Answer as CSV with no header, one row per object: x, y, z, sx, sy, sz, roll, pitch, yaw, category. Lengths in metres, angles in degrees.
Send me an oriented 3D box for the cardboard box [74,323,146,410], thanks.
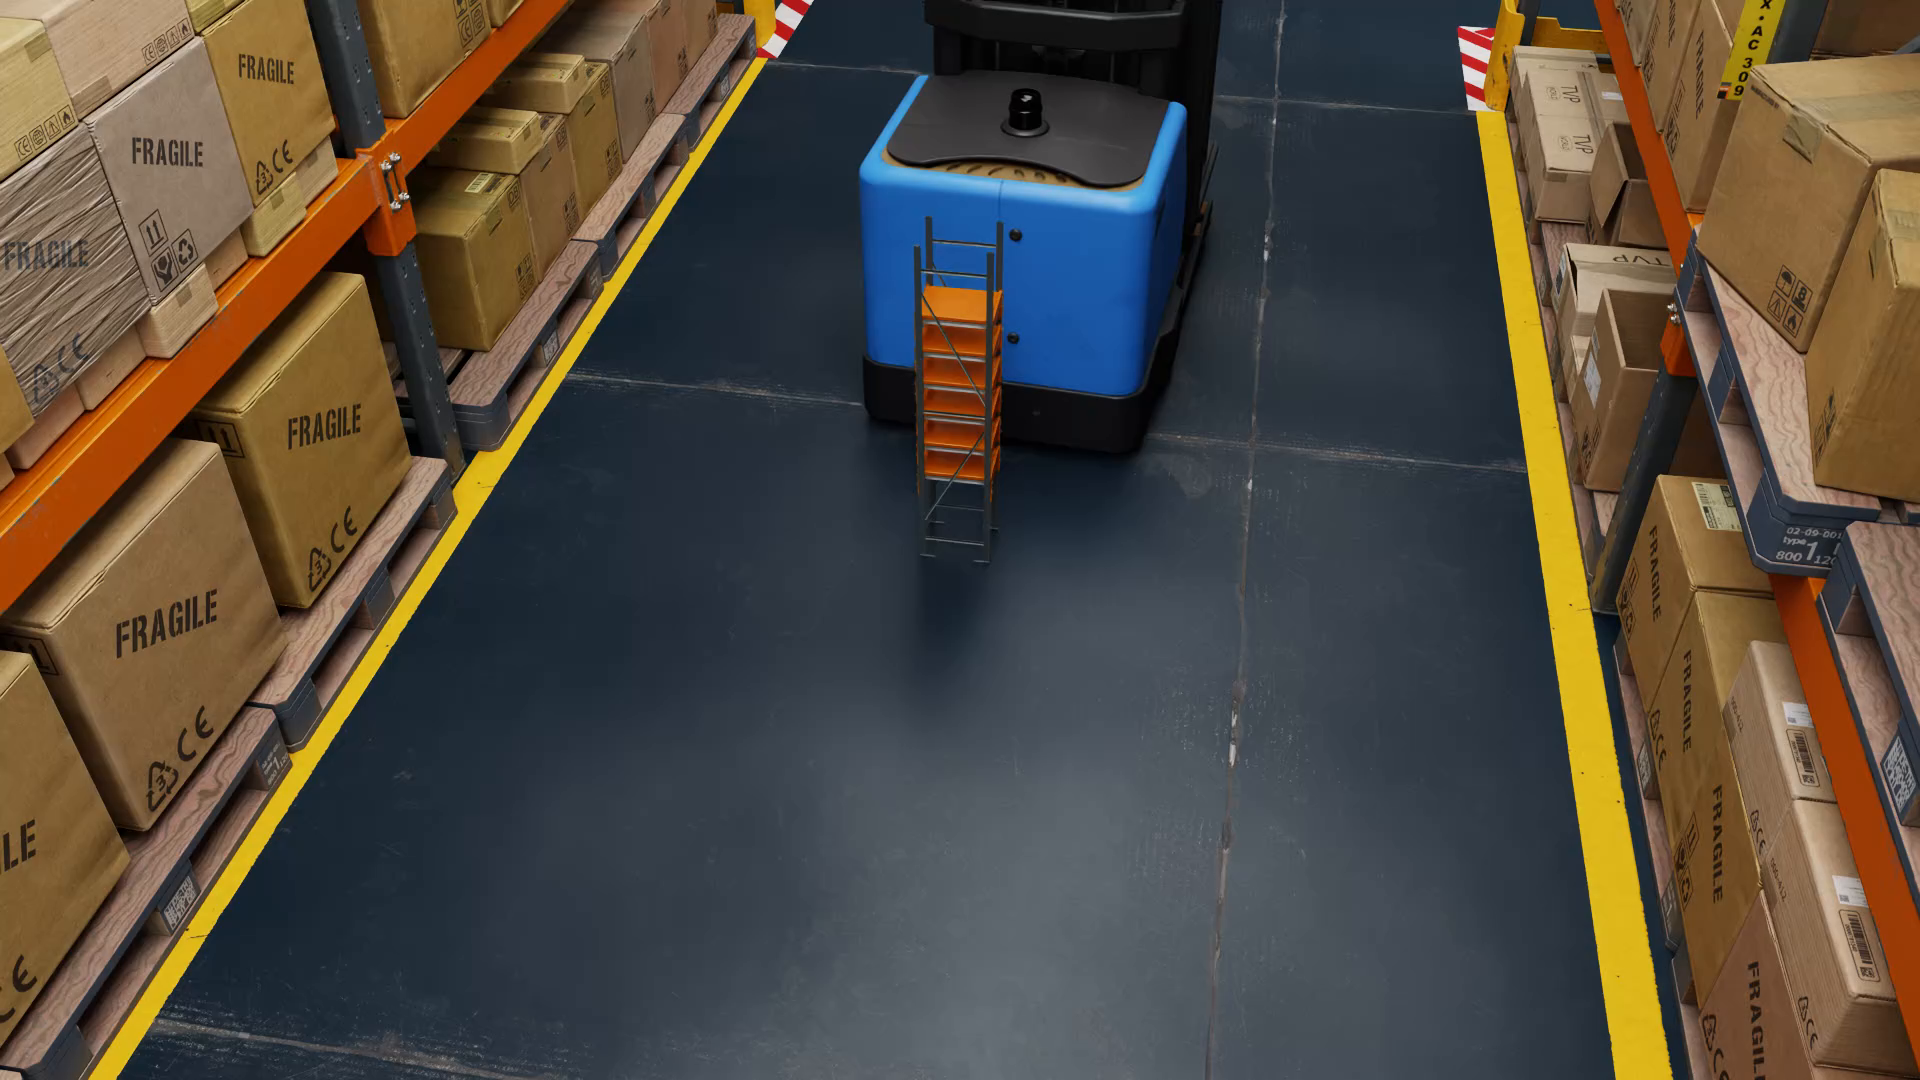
-2.288,-0.470,4.146,0.380,0.149,0.250,6,40,8,cardboard box

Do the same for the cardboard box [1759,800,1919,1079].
1.993,0.829,3.422,0.500,0.250,0.500,6,40,7,cardboard box

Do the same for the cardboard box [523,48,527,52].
-2.071,-2.093,7.051,0.380,0.149,0.250,6,40,7,cardboard box

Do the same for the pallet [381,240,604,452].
-2.094,-0.833,6.592,1.003,0.211,1.213,6,40,8,pallet

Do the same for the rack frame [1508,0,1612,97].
3.269,-3.406,7.515,1.000,3.000,0.127,6,40,8,rack frame

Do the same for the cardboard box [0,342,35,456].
-2.390,-0.333,3.471,0.500,0.500,0.500,7,40,9,cardboard box

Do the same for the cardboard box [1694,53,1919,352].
2.274,-0.823,3.983,0.700,0.500,0.500,-6,40,-7,cardboard box

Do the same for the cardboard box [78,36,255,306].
-2.213,-0.961,4.231,0.500,0.500,0.500,7,40,8,cardboard box

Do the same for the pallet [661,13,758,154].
-1.672,-2.364,8.444,1.003,0.211,1.213,6,40,8,pallet

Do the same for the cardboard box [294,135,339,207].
-2.083,-1.107,4.916,0.380,0.149,0.250,7,40,8,cardboard box

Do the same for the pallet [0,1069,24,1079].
-2.785,1.659,3.577,1.003,0.211,1.213,6,40,8,pallet

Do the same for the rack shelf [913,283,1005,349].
-0.002,-0.697,5.156,0.258,0.103,0.180,6,40,8,rack shelf

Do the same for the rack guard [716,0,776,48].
-1.607,-3.001,8.988,1.175,0.500,0.348,6,40,8,rack guard

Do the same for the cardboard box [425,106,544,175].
-1.834,-1.540,6.382,0.380,0.149,0.250,8,40,9,cardboard box

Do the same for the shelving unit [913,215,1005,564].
-0.002,-0.453,5.357,0.258,1.200,0.189,6,40,8,shelving unit

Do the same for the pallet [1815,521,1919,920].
2.216,0.468,2.980,1.003,0.211,1.213,6,40,8,pallet

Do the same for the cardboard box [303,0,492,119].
-2.193,-1.893,5.451,0.980,0.700,0.700,7,40,8,cardboard box

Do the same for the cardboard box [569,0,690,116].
-1.720,-2.384,7.911,0.700,0.500,0.500,6,40,8,cardboard box

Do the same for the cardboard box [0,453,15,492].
-2.403,-0.149,3.757,0.380,0.149,0.250,8,40,9,cardboard box

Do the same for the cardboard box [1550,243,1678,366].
2.525,-0.888,6.235,0.500,0.311,0.500,6,40,8,cardboard box

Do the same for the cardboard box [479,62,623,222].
-1.891,-1.732,7.123,0.700,0.500,0.500,7,40,9,cardboard box

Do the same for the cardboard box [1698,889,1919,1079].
1.990,1.141,3.632,0.500,0.500,0.500,5,40,6,cardboard box

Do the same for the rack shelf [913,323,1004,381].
-0.002,-0.604,5.232,0.258,0.103,0.180,6,40,8,rack shelf

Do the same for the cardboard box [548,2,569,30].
-1.983,-2.413,7.438,0.380,0.149,0.250,7,40,8,cardboard box

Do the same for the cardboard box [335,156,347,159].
-2.293,-1.277,6.063,0.380,0.149,0.250,6,40,7,cardboard box

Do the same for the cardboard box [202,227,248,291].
-2.192,-0.788,4.531,0.380,0.149,0.250,8,40,9,cardboard box

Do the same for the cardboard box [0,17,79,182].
-2.318,-0.928,3.602,0.500,0.250,0.500,7,40,9,cardboard box

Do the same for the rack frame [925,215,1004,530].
0.013,-0.511,5.426,0.240,1.200,0.006,6,40,8,rack frame

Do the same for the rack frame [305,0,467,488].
-2.303,-1.439,5.137,1.000,3.000,0.127,6,40,8,rack frame

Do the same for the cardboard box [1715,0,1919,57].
2.409,-1.665,4.547,0.500,0.500,0.500,7,40,8,cardboard box

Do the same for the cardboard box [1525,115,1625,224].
2.722,-1.578,7.117,0.500,0.250,0.500,6,40,8,cardboard box

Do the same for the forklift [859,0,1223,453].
0.496,-2.391,6.342,1.130,2.935,3.031,9,40,11,forklift

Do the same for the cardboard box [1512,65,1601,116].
2.814,-2.101,7.816,0.380,0.166,0.250,6,40,8,cardboard box

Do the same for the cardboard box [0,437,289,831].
-2.438,0.208,4.502,0.750,0.750,0.750,8,40,9,cardboard box

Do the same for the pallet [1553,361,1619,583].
2.696,-0.251,5.889,1.003,0.211,1.213,6,40,8,pallet

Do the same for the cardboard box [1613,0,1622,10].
2.670,-2.242,6.029,0.500,0.500,0.500,7,40,8,cardboard box

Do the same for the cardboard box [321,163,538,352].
-2.073,-1.096,6.353,0.700,0.500,0.500,7,40,8,cardboard box

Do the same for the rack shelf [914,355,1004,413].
-0.002,-0.512,5.309,0.258,0.103,0.180,6,40,8,rack shelf

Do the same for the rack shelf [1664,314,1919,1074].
2.230,0.637,3.190,1.077,0.370,4.000,6,40,8,rack shelf

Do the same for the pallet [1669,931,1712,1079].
2.264,1.462,3.816,1.003,0.211,1.213,6,40,8,pallet

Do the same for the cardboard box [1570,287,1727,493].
2.396,-0.490,5.605,0.500,0.500,0.500,6,40,8,cardboard box

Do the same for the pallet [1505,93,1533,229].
3.119,-1.783,7.741,1.003,0.211,1.213,6,40,8,pallet

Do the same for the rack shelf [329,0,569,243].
-1.957,-2.417,6.884,1.077,0.370,4.000,6,40,8,rack shelf

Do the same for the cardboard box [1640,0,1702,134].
2.498,-1.599,5.252,0.500,0.500,0.500,7,40,9,cardboard box

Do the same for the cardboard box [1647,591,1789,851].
2.171,0.511,4.394,0.500,0.500,0.500,7,40,8,cardboard box
